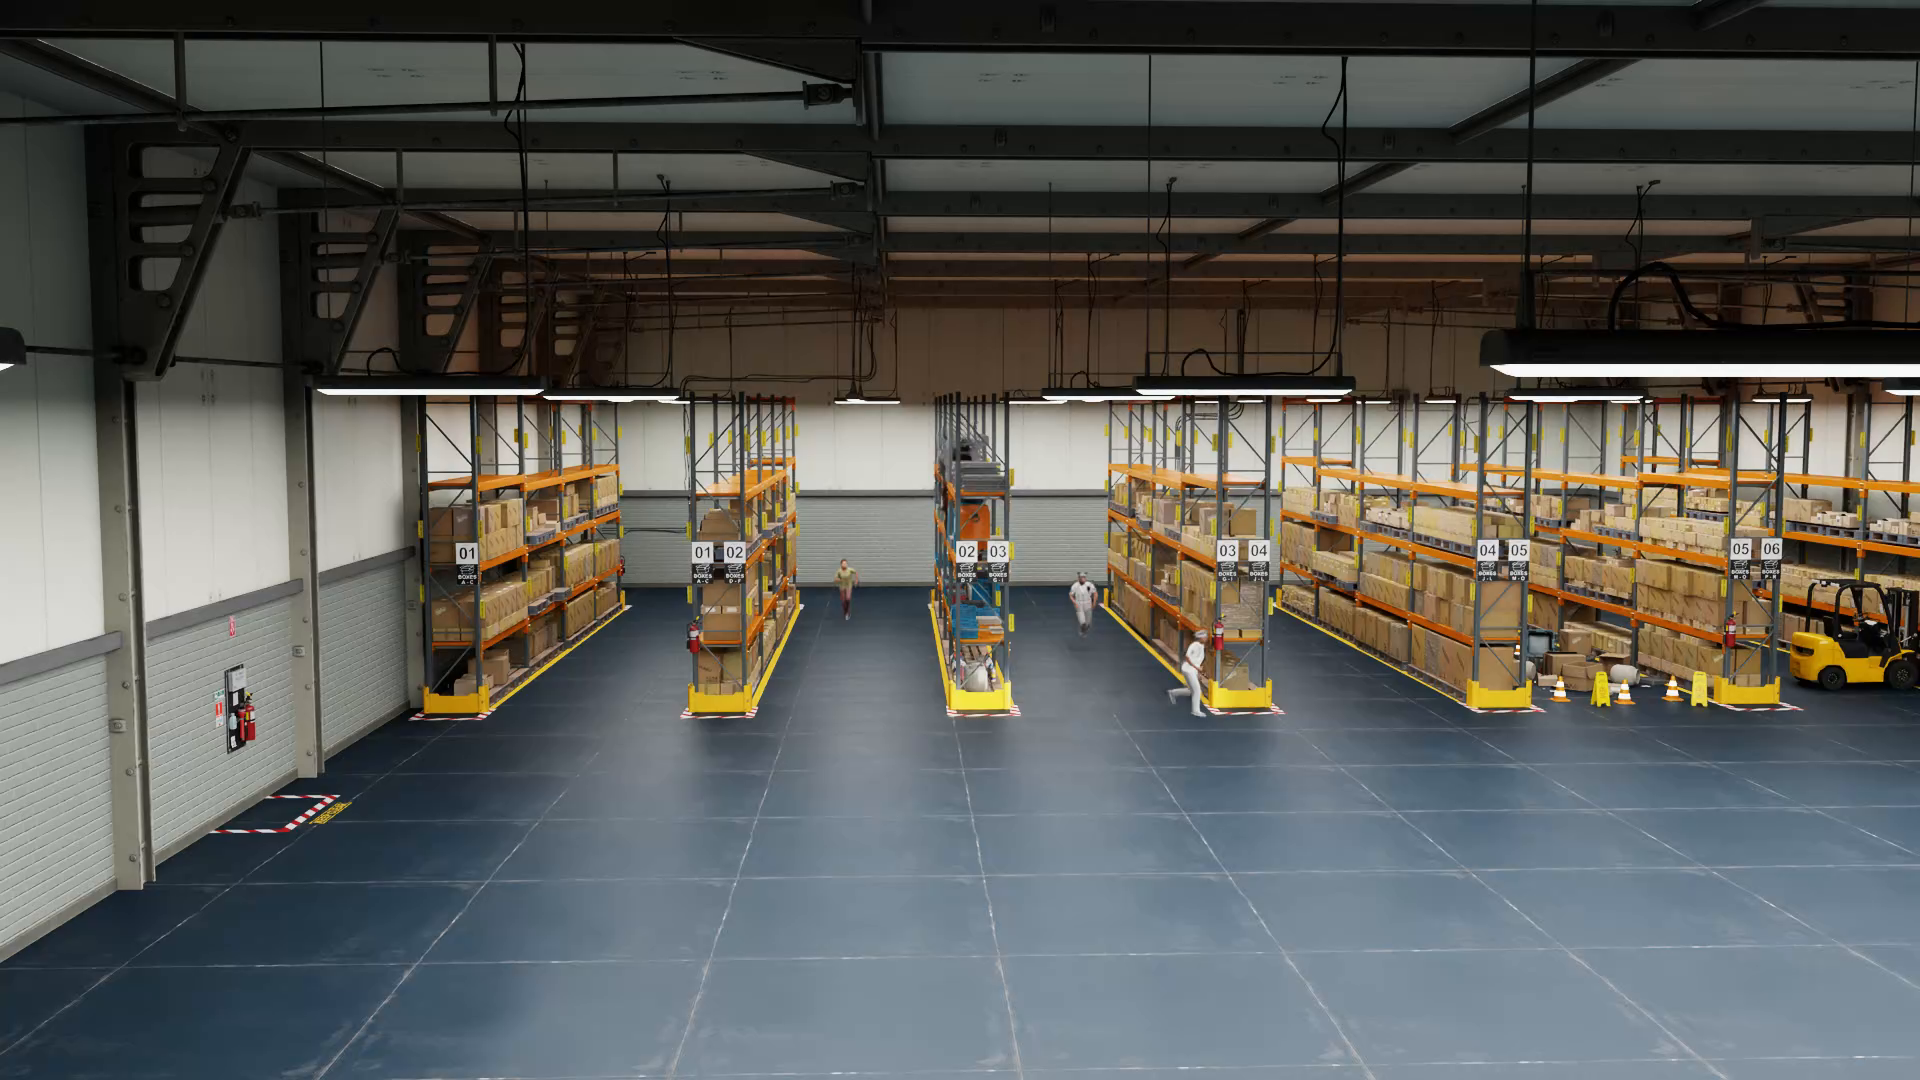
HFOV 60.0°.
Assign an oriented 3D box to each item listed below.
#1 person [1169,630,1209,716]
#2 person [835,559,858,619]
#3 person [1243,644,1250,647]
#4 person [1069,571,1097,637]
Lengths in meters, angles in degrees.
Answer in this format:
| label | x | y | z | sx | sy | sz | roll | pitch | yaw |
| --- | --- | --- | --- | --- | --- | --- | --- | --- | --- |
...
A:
| label | x | y | z | sx | sy | sz | roll | pitch | yaw |
| --- | --- | --- | --- | --- | --- | --- | --- | --- | --- |
| person | 4.240 | 2.457 | 30.883 | 0.766 | 1.633 | 0.547 | 3 | 5 | 31 |
| person | -3.052 | 1.317 | 44.533 | 0.609 | 1.619 | 0.753 | 0 | 5 | -1 |
| person | 6.841 | 1.667 | 40.012 | 0.711 | 1.748 | 0.738 | -1 | 5 | -9 |
| person | 2.927 | 1.530 | 39.469 | 0.679 | 1.608 | 0.664 | 0 | 5 | 1 |
